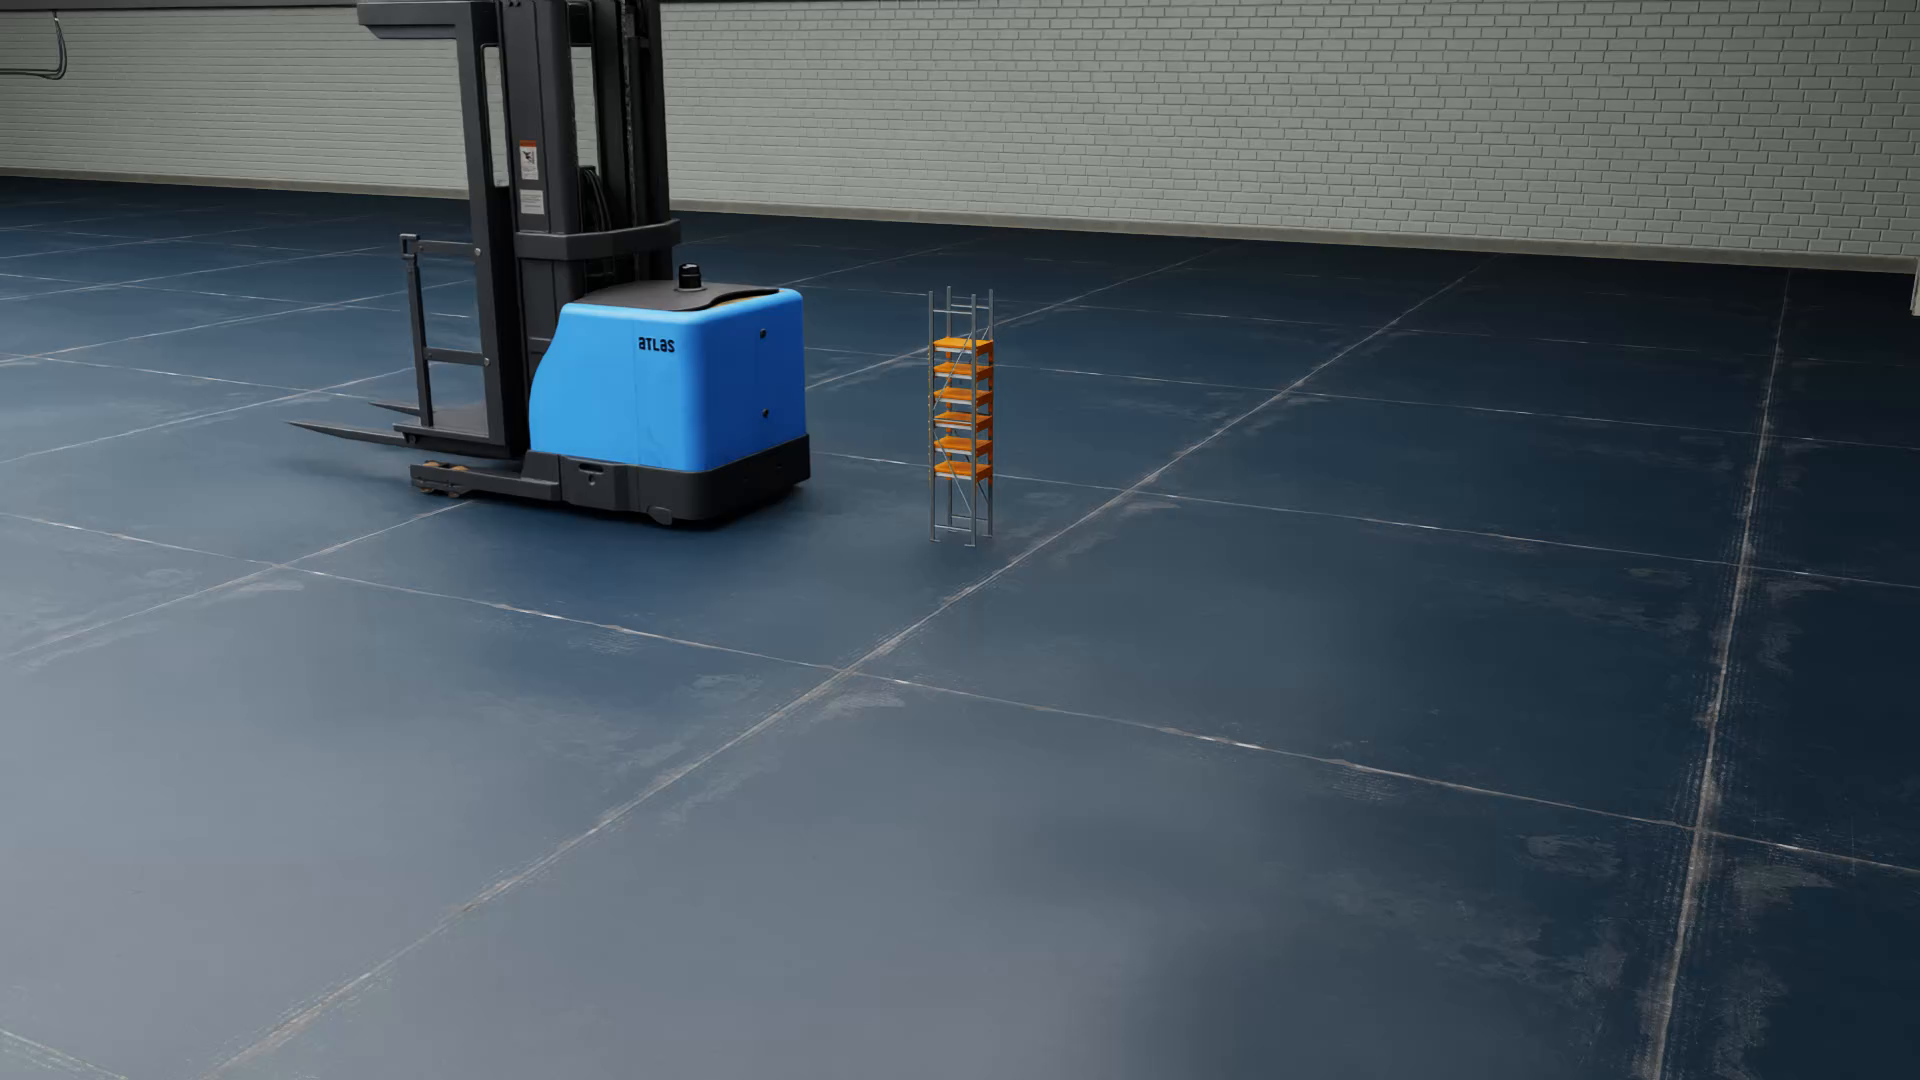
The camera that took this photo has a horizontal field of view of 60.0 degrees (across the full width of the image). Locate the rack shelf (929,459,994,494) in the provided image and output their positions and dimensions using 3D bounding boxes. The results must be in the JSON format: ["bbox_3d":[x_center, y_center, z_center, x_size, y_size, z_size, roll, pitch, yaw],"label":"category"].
[{"bbox_3d":[0.006,-0.306,7.947,0.258,0.103,0.180,8,18,25],"label":"rack shelf"}]

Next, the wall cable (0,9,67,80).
[{"bbox_3d":[-17.017,-9.440,29.455,3.097,2.526,0.112,8,18,25],"label":"wall cable"}]

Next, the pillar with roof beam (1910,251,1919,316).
[{"bbox_3d":[4.813,-6.886,15.404,9.100,9.000,0.400,8,18,25],"label":"pillar with roof beam"}]

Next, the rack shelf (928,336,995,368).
[{"bbox_3d":[0.006,-0.881,7.776,0.258,0.103,0.180,8,18,25],"label":"rack shelf"}]

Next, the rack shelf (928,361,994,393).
[{"bbox_3d":[0.006,-0.766,7.810,0.258,0.103,0.180,8,18,25],"label":"rack shelf"}]

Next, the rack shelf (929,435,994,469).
[{"bbox_3d":[0.006,-0.421,7.913,0.258,0.103,0.180,8,18,25],"label":"rack shelf"}]

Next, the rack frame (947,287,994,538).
[{"bbox_3d":[0.047,-0.602,7.944,0.240,1.200,0.006,8,18,25],"label":"rack frame"}]

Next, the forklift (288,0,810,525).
[{"bbox_3d":[-2.350,-1.752,8.775,3.031,2.935,1.130,8,18,26],"label":"forklift"}]

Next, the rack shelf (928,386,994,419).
[{"bbox_3d":[0.006,-0.651,7.844,0.258,0.103,0.180,8,18,25],"label":"rack shelf"}]

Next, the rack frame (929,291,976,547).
[{"bbox_3d":[-0.034,-0.556,7.787,0.240,1.200,0.006,8,18,25],"label":"rack frame"}]

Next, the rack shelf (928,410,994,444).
[{"bbox_3d":[0.006,-0.536,7.879,0.258,0.103,0.180,8,18,25],"label":"rack shelf"}]

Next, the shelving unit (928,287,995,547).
[{"bbox_3d":[0.006,-0.579,7.866,0.258,1.200,0.189,8,18,25],"label":"shelving unit"}]
